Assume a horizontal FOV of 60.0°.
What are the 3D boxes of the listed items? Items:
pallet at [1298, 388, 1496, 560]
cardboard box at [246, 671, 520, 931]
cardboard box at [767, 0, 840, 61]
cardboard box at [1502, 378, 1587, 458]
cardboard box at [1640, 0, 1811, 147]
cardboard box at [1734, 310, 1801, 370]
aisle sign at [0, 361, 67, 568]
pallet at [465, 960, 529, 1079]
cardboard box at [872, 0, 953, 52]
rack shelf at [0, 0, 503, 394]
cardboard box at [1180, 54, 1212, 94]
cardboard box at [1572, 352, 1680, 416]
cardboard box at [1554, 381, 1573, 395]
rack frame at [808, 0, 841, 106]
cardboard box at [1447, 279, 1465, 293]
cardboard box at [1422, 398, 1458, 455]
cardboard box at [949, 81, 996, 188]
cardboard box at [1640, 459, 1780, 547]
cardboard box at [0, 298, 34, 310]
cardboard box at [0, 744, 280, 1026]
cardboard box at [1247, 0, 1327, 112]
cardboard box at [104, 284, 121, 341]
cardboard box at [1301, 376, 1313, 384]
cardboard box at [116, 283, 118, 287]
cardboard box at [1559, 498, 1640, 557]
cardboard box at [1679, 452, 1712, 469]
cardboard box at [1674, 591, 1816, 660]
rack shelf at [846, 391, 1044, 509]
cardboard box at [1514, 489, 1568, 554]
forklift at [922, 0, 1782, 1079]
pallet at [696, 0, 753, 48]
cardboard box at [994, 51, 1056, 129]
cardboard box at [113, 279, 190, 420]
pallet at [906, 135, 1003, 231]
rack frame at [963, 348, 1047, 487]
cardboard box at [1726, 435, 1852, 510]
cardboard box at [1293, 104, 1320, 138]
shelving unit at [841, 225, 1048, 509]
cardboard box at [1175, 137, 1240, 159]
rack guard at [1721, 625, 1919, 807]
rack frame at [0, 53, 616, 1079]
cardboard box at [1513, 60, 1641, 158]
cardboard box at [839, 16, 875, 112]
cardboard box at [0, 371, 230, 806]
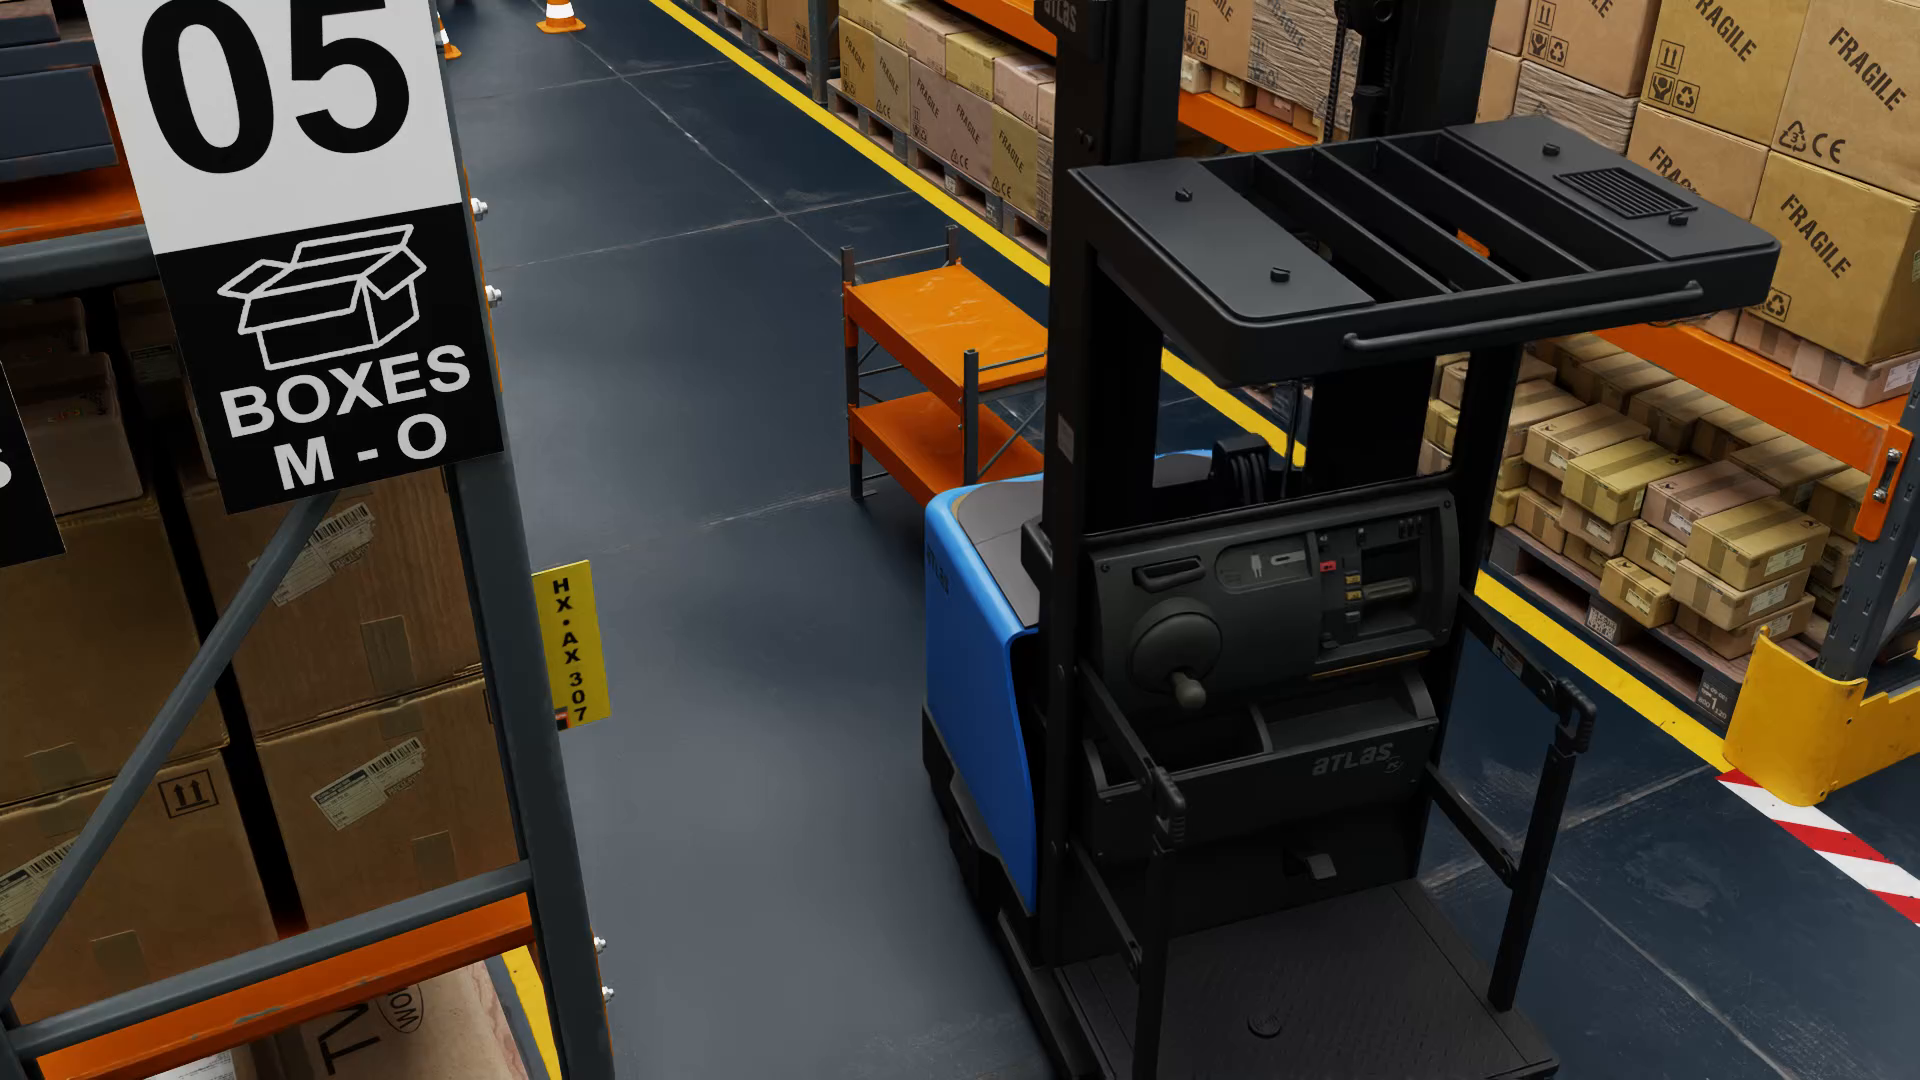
[{"bbox_3d":[2.235,-0.416,7.204,1.003,0.211,1.213,-16,36,-23],"label":"pallet"},{"bbox_3d":[-1.119,0.374,3.293,0.500,0.500,0.500,-16,36,-23],"label":"cardboard box"},{"bbox_3d":[-0.752,-3.937,11.810,1.050,0.750,0.750,-16,36,-24],"label":"cardboard box"},{"bbox_3d":[2.173,-0.472,6.408,0.380,0.149,0.250,-15,35,-21],"label":"cardboard box"},{"bbox_3d":[2.513,-1.562,5.113,0.500,0.500,0.500,-17,36,-25],"label":"cardboard box"},{"bbox_3d":[2.698,-0.683,5.268,0.380,0.149,0.250,-16,36,-23],"label":"cardboard box"},{"bbox_3d":[-1.390,-0.265,1.974,0.394,0.787,0.004,-16,36,-23],"label":"aisle sign"},{"bbox_3d":[-1.592,1.529,4.167,1.003,0.211,1.213,-16,36,-23],"label":"pallet"},{"bbox_3d":[-0.204,-3.202,10.200,0.500,0.250,0.500,-16,36,-24],"label":"cardboard box"},{"bbox_3d":[-2.082,-1.198,3.725,1.077,0.370,4.000,-16,36,-23],"label":"rack shelf"},{"bbox_3d":[1.160,-2.162,7.577,0.380,0.149,0.250,-15,35,-21],"label":"cardboard box"},{"bbox_3d":[2.690,-0.625,6.646,0.380,0.149,0.250,-14,35,-21],"label":"cardboard box"},{"bbox_3d":[2.501,-0.603,6.889,0.380,0.149,0.250,-14,35,-21],"label":"cardboard box"},{"bbox_3d":[-0.548,-4.394,10.828,1.000,3.000,0.127,-16,36,-23],"label":"rack frame"},{"bbox_3d":[2.250,-1.129,7.434,0.380,0.149,0.250,-18,37,-25],"label":"cardboard box"},{"bbox_3d":[2.084,-0.476,6.691,0.380,0.149,0.250,-14,35,-21],"label":"cardboard box"},{"bbox_3d":[0.275,-2.390,9.628,0.500,0.500,0.500,-17,36,-24],"label":"cardboard box"},{"bbox_3d":[2.645,-0.126,5.869,0.380,0.149,0.250,-15,36,-22],"label":"cardboard box"},{"bbox_3d":[-1.829,-0.357,2.906,0.380,0.149,0.250,-16,36,-24],"label":"cardboard box"},{"bbox_3d":[-1.609,0.511,3.079,0.500,0.500,0.500,-16,36,-23],"label":"cardboard box"},{"bbox_3d":[1.562,-2.118,6.908,0.500,0.500,0.500,-16,36,-23],"label":"cardboard box"},{"bbox_3d":[-2.315,-0.636,3.942,0.500,0.500,0.500,-16,36,-23],"label":"cardboard box"},{"bbox_3d":[1.651,-0.866,7.574,0.380,0.149,0.250,-17,36,-24],"label":"cardboard box"},{"bbox_3d":[-3.027,-0.944,5.350,0.500,0.500,0.500,-15,35,-22],"label":"cardboard box"},{"bbox_3d":[2.440,-0.106,6.112,0.380,0.149,0.250,-17,37,-25],"label":"cardboard box"},{"bbox_3d":[2.895,-0.232,6.309,0.380,0.149,0.250,-15,36,-23],"label":"cardboard box"},{"bbox_3d":[2.752,0.249,5.835,0.380,0.149,0.250,-15,36,-22],"label":"cardboard box"},{"bbox_3d":[0.003,-0.265,6.573,0.538,0.278,1.000,-16,36,-23],"label":"rack shelf"},{"bbox_3d":[2.369,-0.111,6.396,0.380,0.149,0.250,-15,36,-23],"label":"cardboard box"},{"bbox_3d":[0.820,0.199,3.723,1.130,2.935,3.031,-10,34,-15],"label":"forklift"},{"bbox_3d":[-1.413,-4.197,13.105,1.003,0.211,1.213,-16,36,-23],"label":"pallet"},{"bbox_3d":[0.519,-2.466,9.051,0.500,0.250,0.500,-14,35,-21],"label":"cardboard box"},{"bbox_3d":[-1.255,-0.365,2.919,0.380,0.149,0.250,-15,36,-22],"label":"cardboard box"},{"bbox_3d":[0.380,-2.265,10.090,1.003,0.211,1.213,-16,36,-23],"label":"pallet"},{"bbox_3d":[0.240,-0.228,6.063,0.500,1.125,0.032,-16,36,-23],"label":"rack frame"},{"bbox_3d":[3.004,-0.240,6.046,0.380,0.149,0.250,-15,36,-22],"label":"cardboard box"},{"bbox_3d":[1.638,-1.812,7.031,0.380,0.149,0.250,-18,37,-25],"label":"cardboard box"},{"bbox_3d":[0.003,-0.470,6.442,0.538,1.125,1.048,-16,36,-23],"label":"shelving unit"},{"bbox_3d":[1.207,-2.029,9.064,0.500,0.500,0.500,-14,35,-21],"label":"cardboard box"},{"bbox_3d":[3.147,0.440,5.600,1.175,0.500,0.348,-16,36,-23],"label":"rack guard"},{"bbox_3d":[-1.150,0.717,2.850,1.000,3.000,0.127,-16,36,-23],"label":"rack frame"},{"bbox_3d":[2.265,-1.380,5.755,0.500,0.500,0.500,-16,36,-23],"label":"cardboard box"},{"bbox_3d":[-0.443,-3.117,10.762,0.500,0.500,0.500,-17,37,-25],"label":"cardboard box"},{"bbox_3d":[-1.585,0.084,2.819,0.500,0.500,0.500,-15,35,-22],"label":"cardboard box"}]
